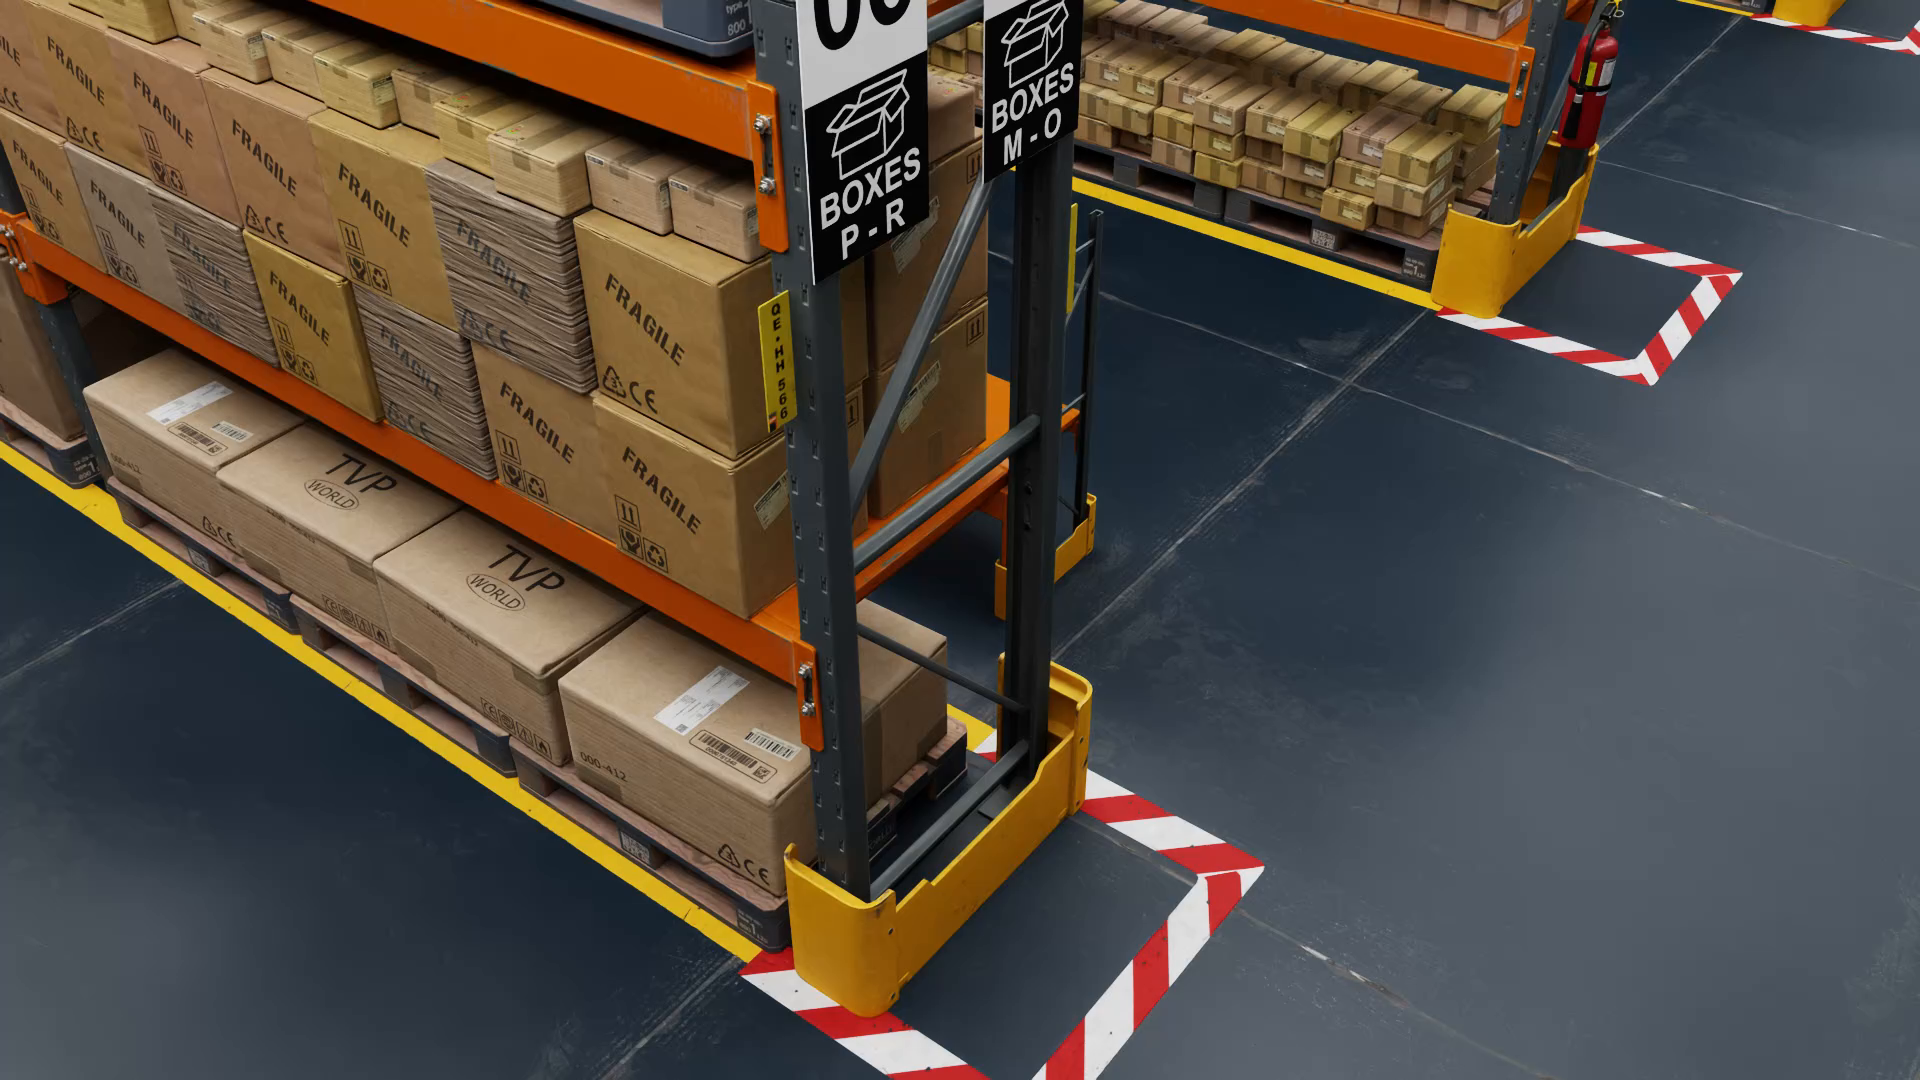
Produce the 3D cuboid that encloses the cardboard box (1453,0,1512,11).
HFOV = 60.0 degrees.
[{"bbox_3d":[2.354,-2.765,7.526,0.500,0.500,0.500,26,45,29],"label":"cardboard box"}]

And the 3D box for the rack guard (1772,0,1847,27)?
[{"bbox_3d":[5.980,-3.964,11.408,0.348,0.500,1.175,25,45,29],"label":"rack guard"}]

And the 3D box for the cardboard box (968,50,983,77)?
[{"bbox_3d":[0.254,-2.808,9.633,0.250,0.149,0.380,25,44,28],"label":"cardboard box"}]

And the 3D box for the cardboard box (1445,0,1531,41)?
[{"bbox_3d":[2.436,-2.451,7.651,0.250,0.149,0.380,25,45,29],"label":"cardboard box"}]

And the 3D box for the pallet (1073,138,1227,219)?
[{"bbox_3d":[1.218,-2.276,9.485,1.213,0.211,1.003,25,45,29],"label":"pallet"}]

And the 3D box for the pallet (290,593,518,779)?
[{"bbox_3d":[-1.707,0.275,6.228,1.213,0.211,1.003,25,45,29],"label":"pallet"}]

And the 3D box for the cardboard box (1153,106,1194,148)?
[{"bbox_3d":[1.249,-2.271,8.948,0.250,0.149,0.380,28,46,31],"label":"cardboard box"}]

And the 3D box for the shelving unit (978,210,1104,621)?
[{"bbox_3d":[-0.061,-0.619,6.324,1.083,1.500,0.587,25,45,29],"label":"shelving unit"}]

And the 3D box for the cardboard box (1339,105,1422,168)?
[{"bbox_3d":[2.128,-2.040,8.412,0.250,0.149,0.380,26,45,29],"label":"cardboard box"}]

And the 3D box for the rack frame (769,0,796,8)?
[{"bbox_3d":[-0.060,-2.467,2.601,0.127,3.000,1.000,25,45,29],"label":"rack frame"}]

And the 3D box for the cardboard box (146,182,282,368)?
[{"bbox_3d":[-2.235,-0.958,5.460,0.500,0.500,0.500,26,45,29],"label":"cardboard box"}]

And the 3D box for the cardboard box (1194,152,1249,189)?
[{"bbox_3d":[1.454,-2.043,8.898,0.250,0.149,0.380,23,44,27],"label":"cardboard box"}]

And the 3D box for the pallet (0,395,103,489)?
[{"bbox_3d":[-3.896,-0.757,7.546,1.213,0.211,1.003,25,45,29],"label":"pallet"}]

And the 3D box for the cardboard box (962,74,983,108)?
[{"bbox_3d":[0.224,-2.646,9.669,0.250,0.149,0.380,25,44,28],"label":"cardboard box"}]

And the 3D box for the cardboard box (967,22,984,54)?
[{"bbox_3d":[0.251,-2.908,9.521,0.250,0.149,0.380,25,44,28],"label":"cardboard box"}]

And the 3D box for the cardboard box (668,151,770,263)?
[{"bbox_3d":[-0.467,-0.830,3.958,0.250,0.149,0.380,26,45,29],"label":"cardboard box"}]

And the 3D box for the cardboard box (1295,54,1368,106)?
[{"bbox_3d":[1.996,-2.460,8.948,0.250,0.149,0.380,23,44,27],"label":"cardboard box"}]

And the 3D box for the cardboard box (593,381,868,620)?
[{"bbox_3d":[-0.604,-0.195,4.485,0.500,0.500,0.500,26,45,29],"label":"cardboard box"}]

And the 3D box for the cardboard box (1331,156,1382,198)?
[{"bbox_3d":[2.100,-1.909,8.485,0.250,0.149,0.380,24,44,28],"label":"cardboard box"}]

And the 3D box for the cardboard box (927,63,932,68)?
[{"bbox_3d":[-0.216,-2.814,9.882,0.250,0.149,0.380,23,44,27],"label":"cardboard box"}]

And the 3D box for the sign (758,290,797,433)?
[{"bbox_3d":[-0.401,-0.393,3.688,0.005,0.325,0.100,25,45,29],"label":"sign"}]

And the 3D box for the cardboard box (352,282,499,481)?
[{"bbox_3d":[-1.408,-0.578,4.974,0.500,0.500,0.500,27,45,30],"label":"cardboard box"}]

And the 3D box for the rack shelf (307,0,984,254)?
[{"bbox_3d":[-1.648,-1.752,4.704,4.000,0.370,1.077,25,45,29],"label":"rack shelf"}]

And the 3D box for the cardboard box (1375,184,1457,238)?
[{"bbox_3d":[2.322,-1.704,8.466,0.250,0.149,0.380,26,45,29],"label":"cardboard box"}]

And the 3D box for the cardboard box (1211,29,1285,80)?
[{"bbox_3d":[1.600,-2.689,9.241,0.250,0.149,0.380,26,45,29],"label":"cardboard box"}]

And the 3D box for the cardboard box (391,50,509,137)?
[{"bbox_3d":[-1.279,-1.215,4.451,0.250,0.149,0.380,25,44,28],"label":"cardboard box"}]

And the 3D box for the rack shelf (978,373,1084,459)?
[{"bbox_3d":[-0.068,-0.481,6.439,1.000,0.185,0.538,25,45,29],"label":"rack shelf"}]

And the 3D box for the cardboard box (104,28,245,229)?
[{"bbox_3d":[-2.208,-1.349,5.148,0.500,0.500,0.500,26,45,29],"label":"cardboard box"}]

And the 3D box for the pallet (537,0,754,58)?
[{"bbox_3d":[-0.655,-1.524,3.902,1.213,0.211,1.003,25,45,29],"label":"pallet"}]

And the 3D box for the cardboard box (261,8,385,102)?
[{"bbox_3d":[-1.711,-1.388,4.671,0.250,0.149,0.380,27,45,30],"label":"cardboard box"}]

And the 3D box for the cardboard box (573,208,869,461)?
[{"bbox_3d":[-0.587,-0.602,4.193,0.500,0.500,0.500,27,45,30],"label":"cardboard box"}]

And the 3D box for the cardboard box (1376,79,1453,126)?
[{"bbox_3d":[2.365,-2.250,8.681,0.250,0.149,0.380,26,45,29],"label":"cardboard box"}]

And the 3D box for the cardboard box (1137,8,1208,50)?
[{"bbox_3d":[1.211,-2.883,9.489,0.250,0.149,0.380,24,44,27],"label":"cardboard box"}]

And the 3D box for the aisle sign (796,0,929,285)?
[{"bbox_3d":[-0.191,-0.950,3.421,0.004,0.787,0.394,25,45,29],"label":"aisle sign"}]

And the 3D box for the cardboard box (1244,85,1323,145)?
[{"bbox_3d":[1.678,-2.203,8.620,0.250,0.149,0.380,23,44,27],"label":"cardboard box"}]

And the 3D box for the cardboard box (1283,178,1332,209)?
[{"bbox_3d":[1.899,-1.892,8.705,0.250,0.149,0.380,25,44,28],"label":"cardboard box"}]

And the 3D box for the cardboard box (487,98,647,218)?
[{"bbox_3d":[-0.939,-0.968,4.135,0.250,0.149,0.380,25,44,28],"label":"cardboard box"}]

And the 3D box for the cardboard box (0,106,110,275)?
[{"bbox_3d":[-3.023,-1.338,5.945,0.500,0.500,0.500,27,45,30],"label":"cardboard box"}]

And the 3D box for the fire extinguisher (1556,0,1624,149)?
[{"bbox_3d":[2.787,-2.069,7.324,0.183,0.674,0.296,25,45,29],"label":"fire extinguisher"}]

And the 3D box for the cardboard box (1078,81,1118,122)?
[{"bbox_3d":[0.833,-2.465,9.196,0.250,0.149,0.380,25,44,28],"label":"cardboard box"}]

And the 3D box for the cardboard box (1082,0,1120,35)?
[{"bbox_3d":[0.719,-3.034,9.682,0.250,0.149,0.380,27,45,30],"label":"cardboard box"}]

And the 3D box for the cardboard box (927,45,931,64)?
[{"bbox_3d":[-0.217,-2.932,9.792,0.250,0.149,0.380,27,46,30],"label":"cardboard box"}]

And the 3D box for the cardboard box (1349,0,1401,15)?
[{"bbox_3d":[2.053,-2.649,7.904,0.250,0.149,0.380,25,44,28],"label":"cardboard box"}]

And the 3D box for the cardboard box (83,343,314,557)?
[{"bbox_3d":[-2.804,-0.472,6.657,0.875,0.438,0.875,25,44,28],"label":"cardboard box"}]

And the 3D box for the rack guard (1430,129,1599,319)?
[{"bbox_3d":[2.807,-1.611,8.402,0.348,0.500,1.175,25,45,29],"label":"rack guard"}]

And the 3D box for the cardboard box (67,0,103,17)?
[{"bbox_3d":[-2.542,-1.760,5.146,0.250,0.149,0.380,25,44,28],"label":"cardboard box"}]

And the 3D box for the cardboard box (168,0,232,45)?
[{"bbox_3d":[-2.099,-1.592,4.932,0.250,0.149,0.380,25,45,28],"label":"cardboard box"}]

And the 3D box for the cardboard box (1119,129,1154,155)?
[{"bbox_3d":[1.094,-2.287,9.209,0.250,0.149,0.380,27,45,30],"label":"cardboard box"}]

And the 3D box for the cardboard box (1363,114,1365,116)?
[{"bbox_3d":[2.176,-2.227,8.892,0.250,0.149,0.380,26,45,29],"label":"cardboard box"}]

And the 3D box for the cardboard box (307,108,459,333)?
[{"bbox_3d":[-1.411,-0.970,4.663,0.500,0.500,0.500,25,44,28],"label":"cardboard box"}]

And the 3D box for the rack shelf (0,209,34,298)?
[{"bbox_3d":[-4.826,-2.069,7.542,4.000,0.370,1.077,25,45,29],"label":"rack shelf"}]

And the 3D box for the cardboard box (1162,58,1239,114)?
[{"bbox_3d":[1.289,-2.429,8.909,0.250,0.149,0.380,24,44,27],"label":"cardboard box"}]

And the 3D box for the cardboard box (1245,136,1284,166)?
[{"bbox_3d":[1.710,-2.129,8.767,0.250,0.149,0.380,25,44,28],"label":"cardboard box"}]

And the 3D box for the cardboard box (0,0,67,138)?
[{"bbox_3d":[-3.006,-1.739,5.646,0.500,0.500,0.500,26,45,29],"label":"cardboard box"}]

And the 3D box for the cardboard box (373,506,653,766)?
[{"bbox_3d":[-1.377,0.202,5.797,0.875,0.438,0.875,27,45,30],"label":"cardboard box"}]

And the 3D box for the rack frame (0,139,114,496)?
[{"bbox_3d":[-3.237,-1.603,6.364,0.127,3.000,1.000,25,45,29],"label":"rack frame"}]

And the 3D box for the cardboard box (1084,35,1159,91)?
[{"bbox_3d":[0.891,-2.625,9.159,0.250,0.149,0.380,23,44,27],"label":"cardboard box"}]
